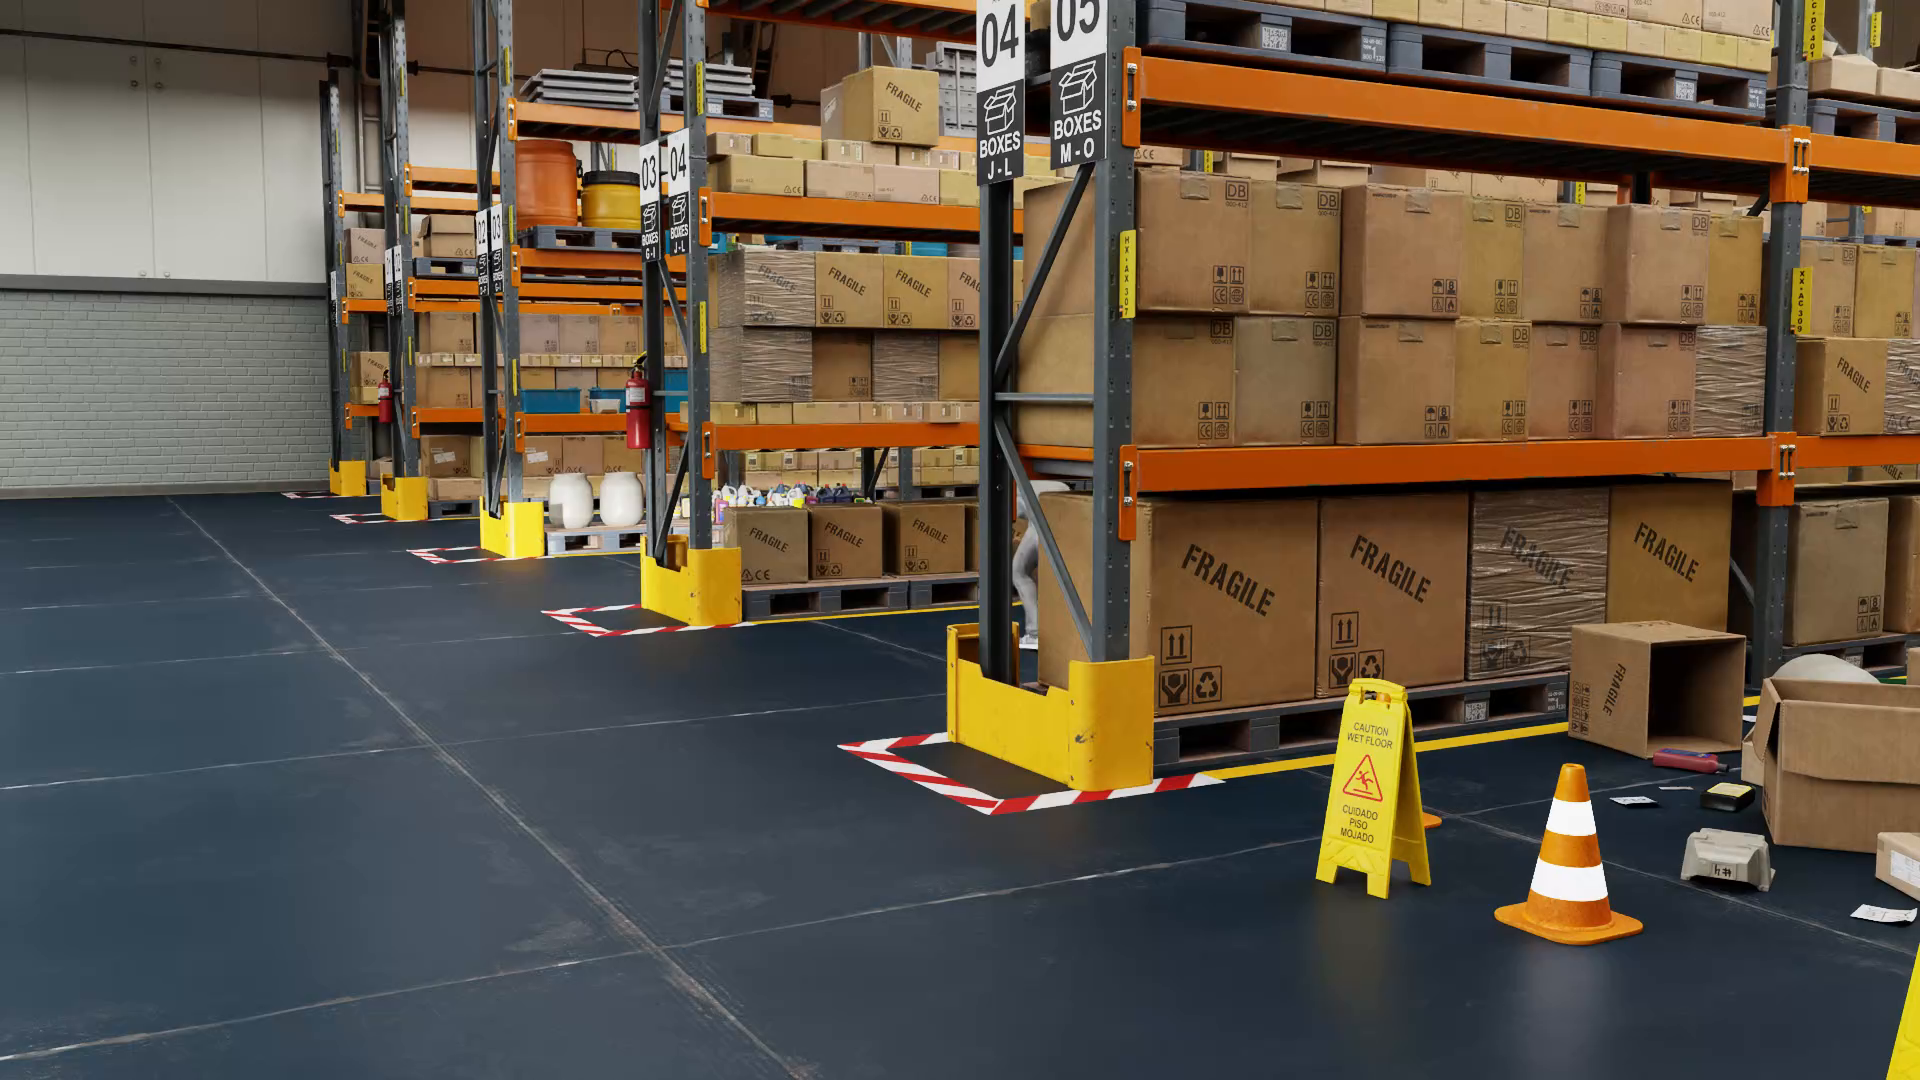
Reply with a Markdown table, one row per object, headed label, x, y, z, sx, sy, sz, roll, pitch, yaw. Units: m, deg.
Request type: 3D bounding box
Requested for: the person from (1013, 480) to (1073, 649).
| label | x | y | z | sx | sy | sz | roll | pitch | yaw |
| --- | --- | --- | --- | --- | --- | --- | --- | --- | --- |
| person | 0.446 | 0.090 | 9.975 | 0.400 | 1.100 | 0.846 | -3 | 6 | -31 |
